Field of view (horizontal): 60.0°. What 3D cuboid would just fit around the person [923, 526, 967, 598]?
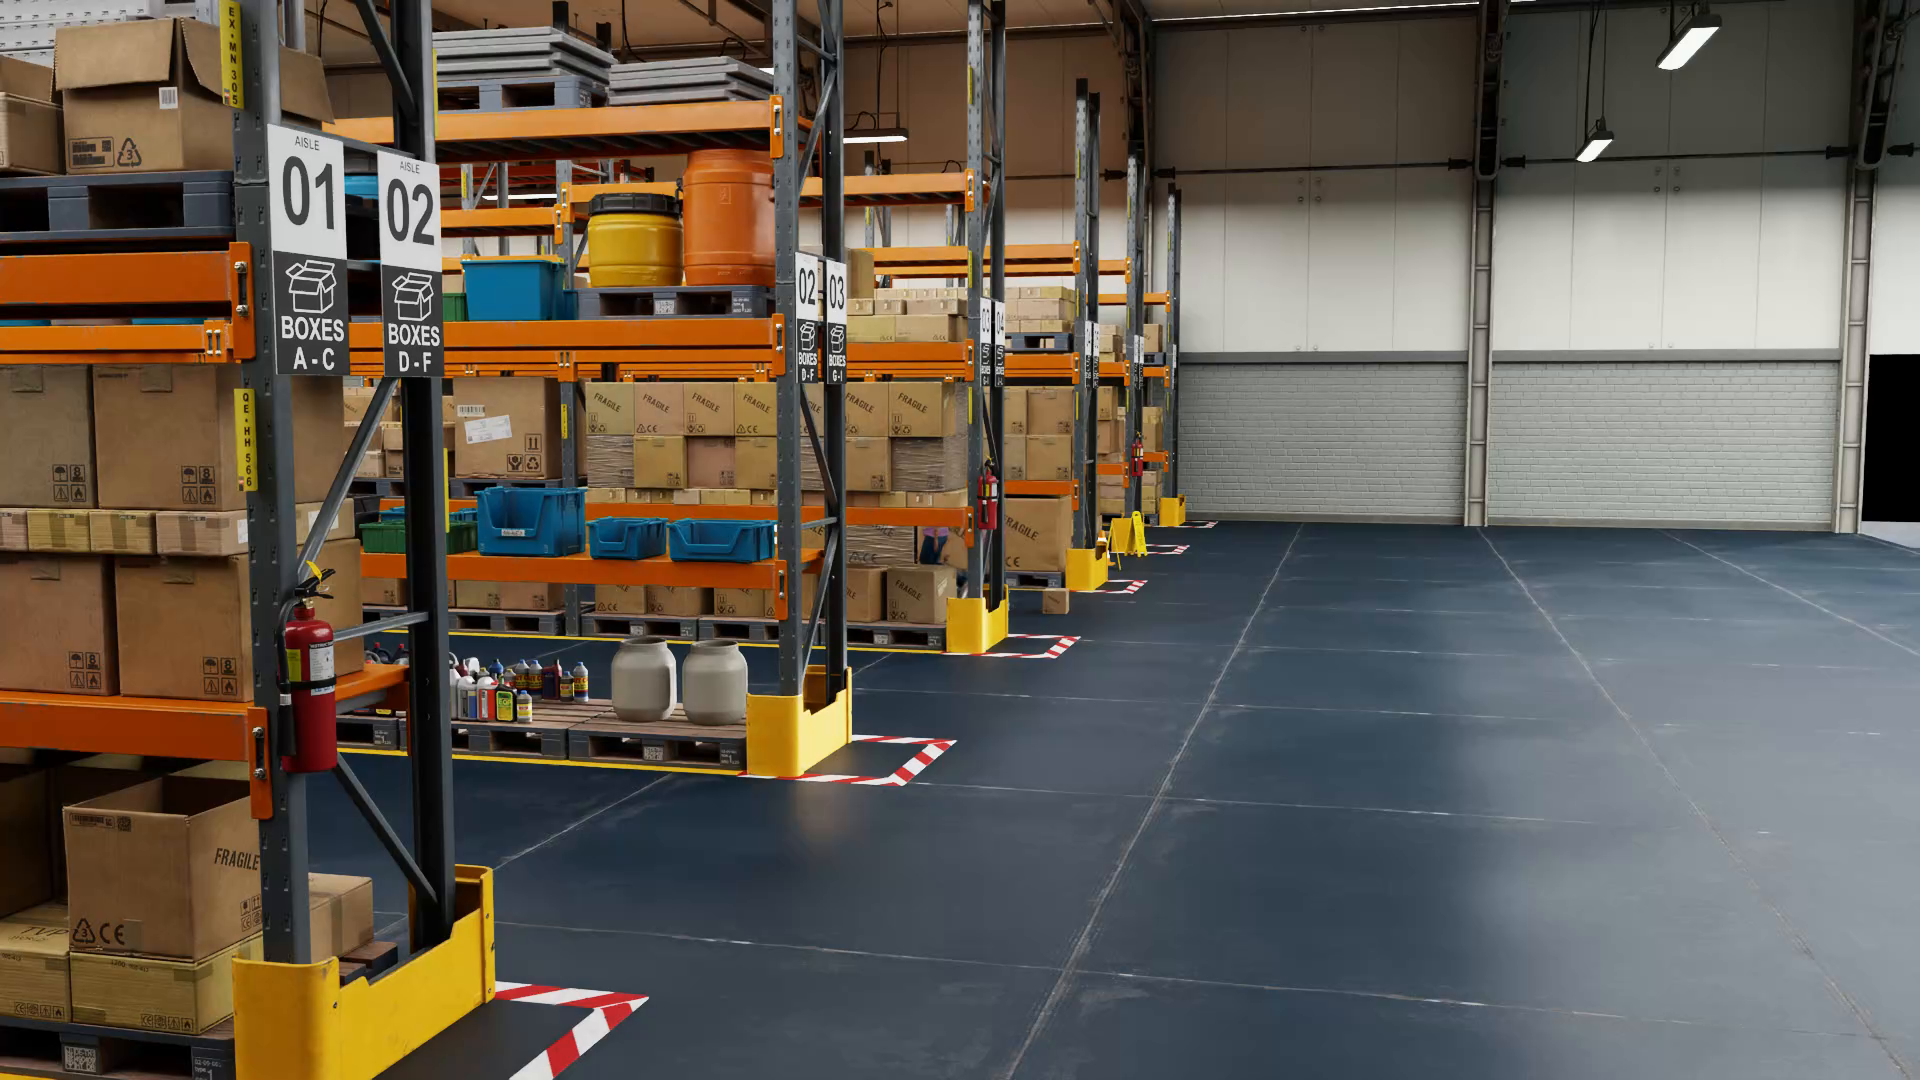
[{"bbox_3d":[-0.204,0.073,17.854,0.678,1.352,0.351,0,5,6],"label":"person"}]
